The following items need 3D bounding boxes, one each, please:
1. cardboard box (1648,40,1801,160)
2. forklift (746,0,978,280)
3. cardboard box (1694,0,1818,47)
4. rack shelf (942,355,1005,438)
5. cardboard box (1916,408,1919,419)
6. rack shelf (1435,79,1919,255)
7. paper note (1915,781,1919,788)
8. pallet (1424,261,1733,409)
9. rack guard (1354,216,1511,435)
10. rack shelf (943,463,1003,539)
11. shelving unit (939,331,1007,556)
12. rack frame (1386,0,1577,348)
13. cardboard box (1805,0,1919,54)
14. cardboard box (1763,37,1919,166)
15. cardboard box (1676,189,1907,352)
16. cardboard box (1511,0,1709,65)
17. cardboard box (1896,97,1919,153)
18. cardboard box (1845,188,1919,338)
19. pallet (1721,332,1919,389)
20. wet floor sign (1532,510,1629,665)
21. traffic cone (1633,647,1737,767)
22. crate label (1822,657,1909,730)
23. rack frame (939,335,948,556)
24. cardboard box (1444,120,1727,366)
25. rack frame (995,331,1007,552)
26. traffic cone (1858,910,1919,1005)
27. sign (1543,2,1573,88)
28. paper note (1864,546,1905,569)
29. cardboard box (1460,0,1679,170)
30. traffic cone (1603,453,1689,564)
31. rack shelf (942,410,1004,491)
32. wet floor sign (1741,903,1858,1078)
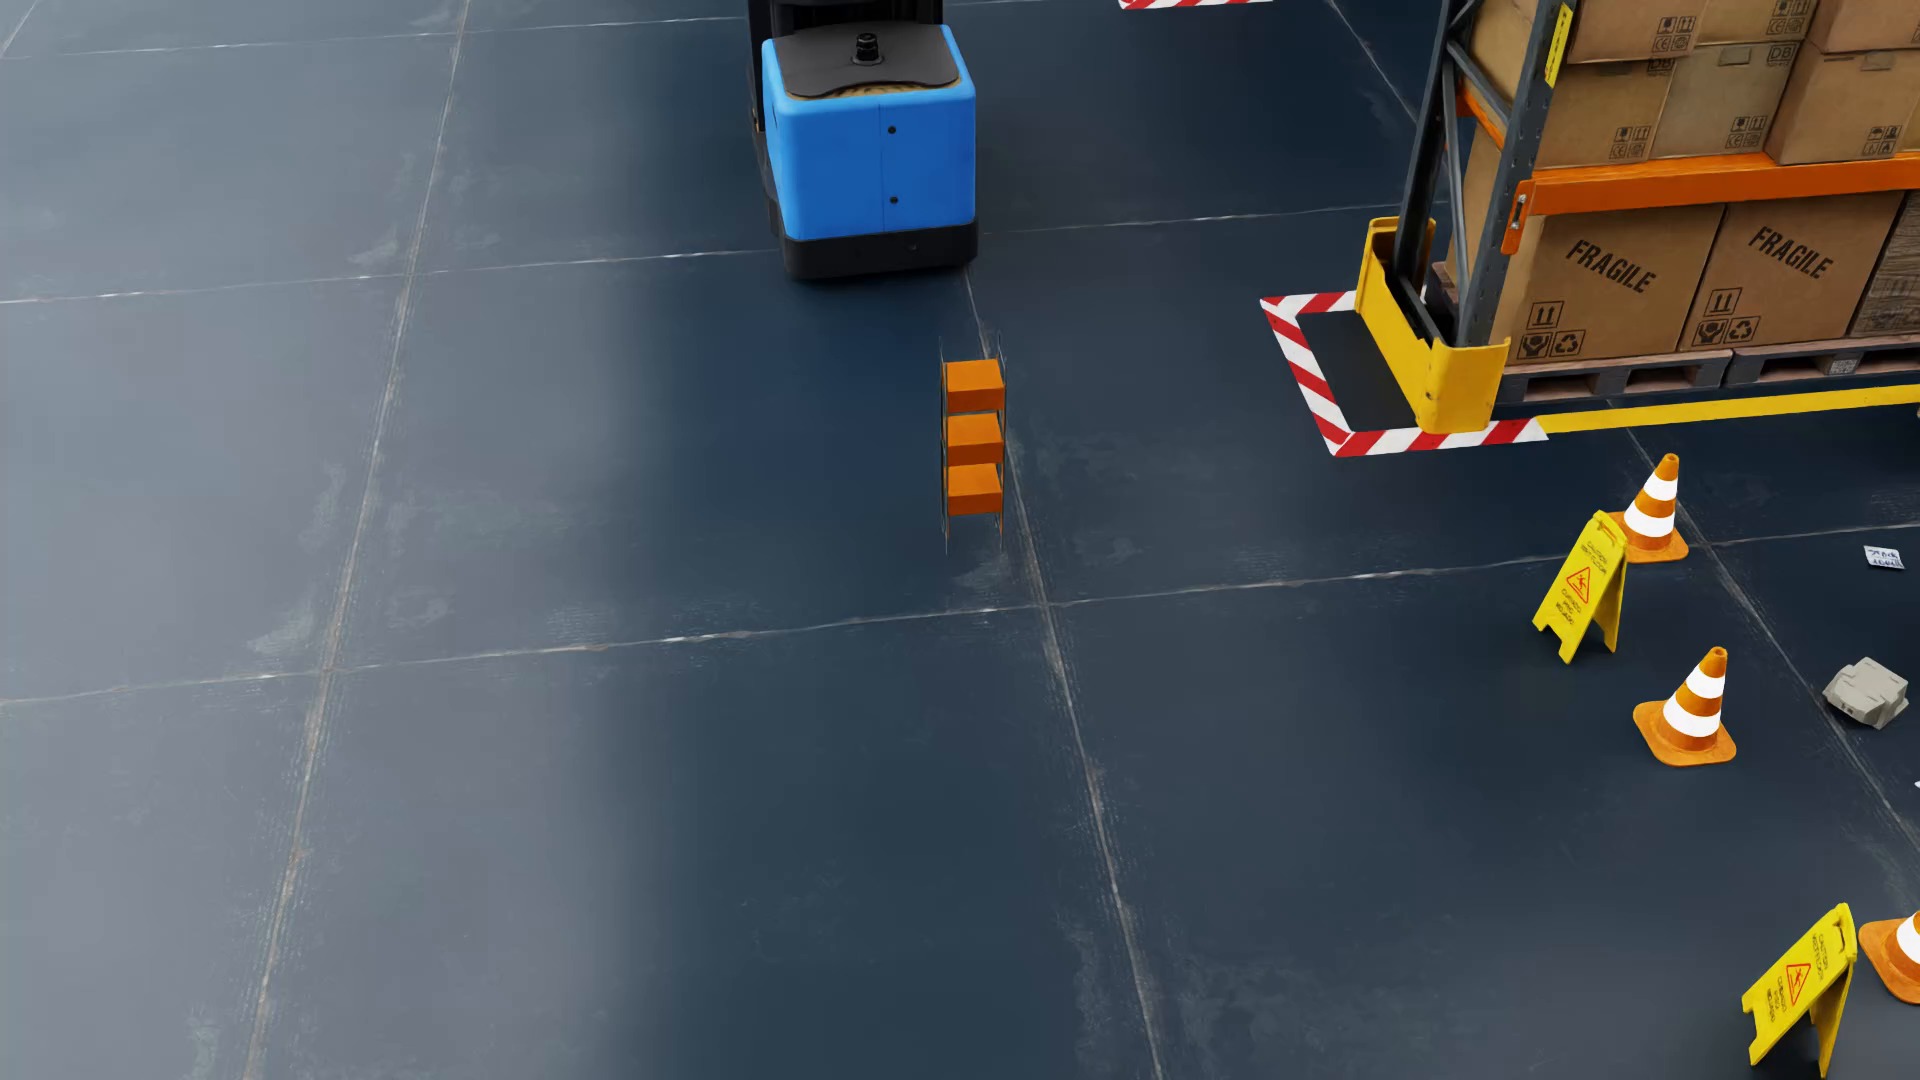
[{"bbox_3d":[3.262,-2.202,7.555,0.550,0.550,0.875,-5,42,-6],"label":"cardboard box"},{"bbox_3d":[-0.686,-3.476,9.131,1.130,2.935,3.031,-7,43,-8],"label":"forklift"},{"bbox_3d":[3.264,-2.594,7.183,0.550,0.550,0.875,-5,42,-6],"label":"cardboard box"},{"bbox_3d":[0.053,-0.597,6.936,0.240,0.259,0.215,-5,42,-6],"label":"rack shelf"},{"bbox_3d":[4.918,-0.626,7.784,0.500,0.500,0.500,2,42,2],"label":"cardboard box"},{"bbox_3d":[4.341,-1.929,7.901,4.000,0.370,1.077,-5,42,-6],"label":"rack shelf"},{"bbox_3d":[3.779,0.955,6.383,0.142,0.019,0.148,-19,45,-20],"label":"paper note"},{"bbox_3d":[3.140,-1.108,8.536,1.213,0.211,1.003,-5,42,-6],"label":"pallet"},{"bbox_3d":[2.334,-1.092,8.302,0.348,0.500,1.175,-5,42,-6],"label":"rack guard"},{"bbox_3d":[0.053,-0.180,7.312,0.240,0.259,0.215,-5,42,-6],"label":"rack shelf"},{"bbox_3d":[0.053,-0.394,7.119,0.252,1.050,0.215,-5,42,-6],"label":"shelving unit"},{"bbox_3d":[2.358,-2.022,7.467,0.127,3.000,1.000,-5,42,-6],"label":"rack frame"},{"bbox_3d":[3.837,-2.553,7.137,0.550,0.550,0.875,-5,42,-6],"label":"cardboard box"},{"bbox_3d":[3.834,-2.167,7.517,0.550,0.550,0.875,-5,42,-6],"label":"cardboard box"},{"bbox_3d":[3.894,-1.570,8.238,0.875,0.875,0.875,-6,42,-6],"label":"cardboard box"},{"bbox_3d":[2.730,-2.485,7.063,0.550,0.550,0.875,-5,42,-6],"label":"cardboard box"},{"bbox_3d":[4.354,-2.241,7.598,0.500,0.550,0.875,-5,42,-6],"label":"cardboard box"},{"bbox_3d":[4.798,-1.647,8.325,0.875,0.875,0.875,-5,42,-5],"label":"cardboard box"},{"bbox_3d":[4.347,-1.212,8.651,1.213,0.211,1.003,-5,42,-6],"label":"pallet"},{"bbox_3d":[2.586,0.170,6.795,0.232,0.644,0.267,-12,43,-13],"label":"wet floor sign"},{"bbox_3d":[2.878,0.597,6.458,0.334,0.463,0.336,-5,42,-6],"label":"traffic cone"},{"bbox_3d":[3.649,0.609,6.688,0.298,0.136,0.250,-27,49,-27],"label":"crate label"},{"bbox_3d":[-0.068,-0.384,7.107,0.008,1.050,0.200,-5,42,-6],"label":"rack frame"},{"bbox_3d":[3.021,-1.492,8.152,0.875,0.875,0.875,-5,42,-5],"label":"cardboard box"},{"bbox_3d":[0.174,-0.405,7.130,0.008,1.050,0.200,-5,42,-6],"label":"rack frame"},{"bbox_3d":[3.359,1.305,5.673,0.334,0.463,0.336,-5,42,-6],"label":"traffic cone"},{"bbox_3d":[2.424,-2.004,6.742,0.005,0.325,0.100,-5,42,-6],"label":"sign"},{"bbox_3d":[4.091,0.076,7.359,0.142,0.017,0.144,8,43,9],"label":"paper note"},{"bbox_3d":[2.720,-2.140,7.486,0.550,0.550,0.875,-5,42,-6],"label":"cardboard box"},{"bbox_3d":[3.068,-0.183,7.323,0.334,0.463,0.336,-5,42,-6],"label":"traffic cone"},{"bbox_3d":[0.053,-0.387,7.126,0.240,0.259,0.215,-5,42,-6],"label":"rack shelf"},{"bbox_3d":[2.772,1.437,5.390,0.232,0.644,0.267,8,43,9],"label":"wet floor sign"}]
